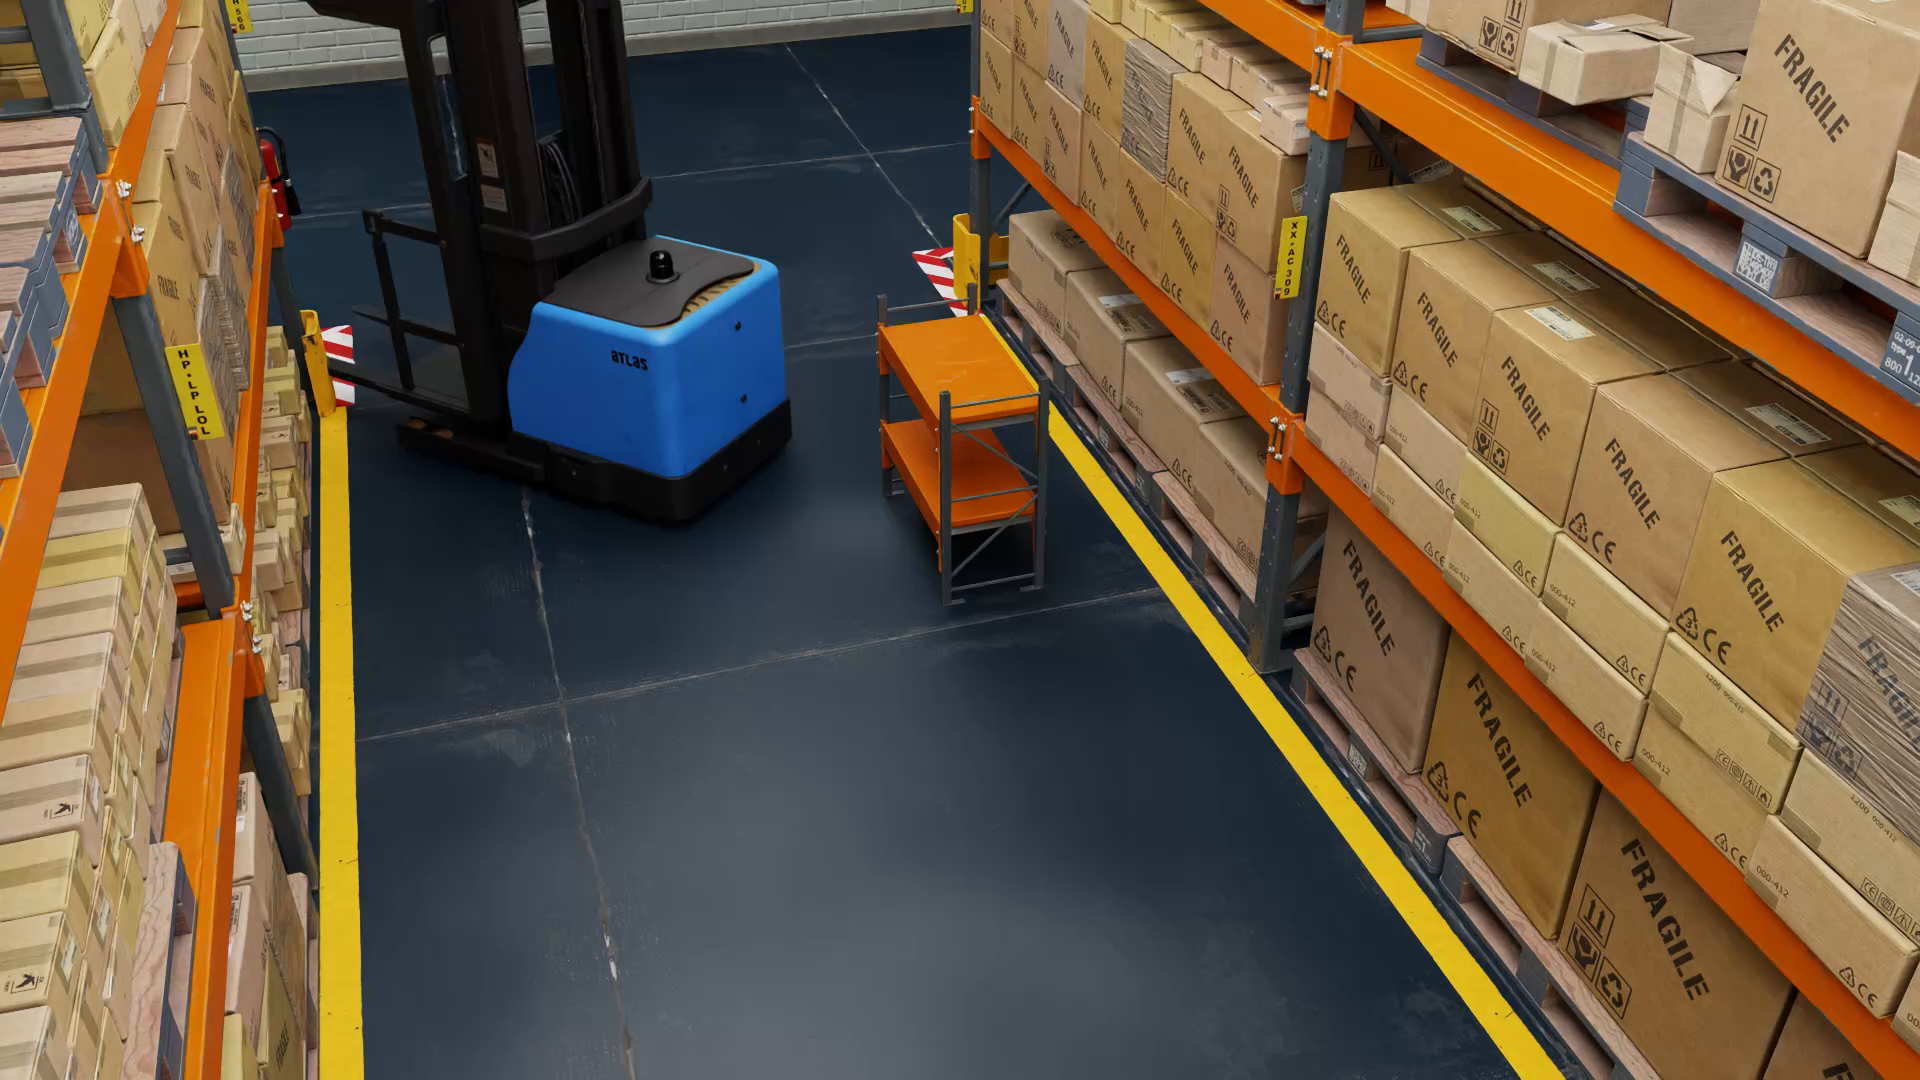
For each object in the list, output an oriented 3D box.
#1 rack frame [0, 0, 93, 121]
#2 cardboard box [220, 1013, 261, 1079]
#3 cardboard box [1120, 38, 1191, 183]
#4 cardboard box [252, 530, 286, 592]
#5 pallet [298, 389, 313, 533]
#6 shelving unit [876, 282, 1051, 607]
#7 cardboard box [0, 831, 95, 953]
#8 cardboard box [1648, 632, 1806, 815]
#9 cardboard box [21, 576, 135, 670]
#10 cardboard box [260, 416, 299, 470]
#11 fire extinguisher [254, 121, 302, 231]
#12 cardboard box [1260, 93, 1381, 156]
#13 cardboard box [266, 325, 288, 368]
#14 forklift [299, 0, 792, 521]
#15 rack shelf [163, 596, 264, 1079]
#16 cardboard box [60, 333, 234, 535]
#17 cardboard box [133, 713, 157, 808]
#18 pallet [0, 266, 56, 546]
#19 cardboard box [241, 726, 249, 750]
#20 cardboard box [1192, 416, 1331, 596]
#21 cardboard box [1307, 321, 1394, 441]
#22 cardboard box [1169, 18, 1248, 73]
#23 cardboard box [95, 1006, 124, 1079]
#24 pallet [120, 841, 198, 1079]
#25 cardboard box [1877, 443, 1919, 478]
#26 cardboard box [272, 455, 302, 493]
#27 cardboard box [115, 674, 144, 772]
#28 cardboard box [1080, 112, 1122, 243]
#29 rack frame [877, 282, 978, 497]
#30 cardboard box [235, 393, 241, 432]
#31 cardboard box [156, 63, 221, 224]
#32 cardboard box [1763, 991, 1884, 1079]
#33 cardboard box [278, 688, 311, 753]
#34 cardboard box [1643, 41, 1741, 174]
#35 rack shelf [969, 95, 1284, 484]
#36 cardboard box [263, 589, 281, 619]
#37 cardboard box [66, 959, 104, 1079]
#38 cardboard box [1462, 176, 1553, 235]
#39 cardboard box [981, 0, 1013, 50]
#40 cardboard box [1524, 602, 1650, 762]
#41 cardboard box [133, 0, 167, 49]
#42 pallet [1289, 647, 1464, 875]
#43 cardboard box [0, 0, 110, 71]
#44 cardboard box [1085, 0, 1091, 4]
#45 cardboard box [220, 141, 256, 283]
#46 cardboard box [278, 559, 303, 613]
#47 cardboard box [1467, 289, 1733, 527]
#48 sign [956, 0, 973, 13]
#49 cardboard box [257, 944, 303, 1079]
[{"bbox_3d":[-2.906,-2.382,3.693,1.000,3.000,0.127,-10,35,-15],"label":"rack frame"},{"bbox_3d":[-2.119,1.571,4.358,0.500,0.250,0.500,-12,35,-17],"label":"cardboard box"},{"bbox_3d":[1.059,-1.959,7.495,0.500,0.500,0.500,-10,35,-14],"label":"cardboard box"},{"bbox_3d":[-3.067,0.111,7.026,0.380,0.149,0.250,-9,35,-14],"label":"cardboard box"},{"bbox_3d":[-3.889,-0.344,8.579,1.003,0.211,1.213,-10,35,-15],"label":"pallet"},{"bbox_3d":[-0.002,-0.473,7.945,0.538,1.125,1.048,-10,35,-15],"label":"shelving unit"},{"bbox_3d":[-2.117,0.805,3.618,0.380,0.149,0.250,-10,35,-15],"label":"cardboard box"},{"bbox_3d":[2.272,0.444,4.540,0.500,0.250,0.500,-11,35,-16],"label":"cardboard box"},{"bbox_3d":[-2.438,0.257,4.448,0.380,0.149,0.250,-11,35,-16],"label":"cardboard box"},{"bbox_3d":[-3.348,-0.444,7.866,0.380,0.149,0.250,-9,34,-13],"label":"cardboard box"},{"bbox_3d":[-3.764,-2.002,8.967,0.296,0.674,0.183,-10,35,-15],"label":"fire extinguisher"},{"bbox_3d":[1.380,-1.603,6.368,0.380,0.149,0.250,-11,35,-16],"label":"cardboard box"},{"bbox_3d":[-3.724,-0.978,8.675,0.380,0.149,0.250,-10,35,-14],"label":"cardboard box"},{"bbox_3d":[-2.449,-1.891,8.454,3.031,2.935,1.130,17,37,23],"label":"forklift"},{"bbox_3d":[-2.296,1.471,3.956,1.077,0.370,4.000,-10,35,-15],"label":"rack shelf"},{"bbox_3d":[-2.817,-0.348,5.695,0.500,0.500,0.500,-11,35,-16],"label":"cardboard box"},{"bbox_3d":[-2.366,0.625,4.431,0.380,0.149,0.250,-12,35,-17],"label":"cardboard box"},{"bbox_3d":[-2.500,-0.166,3.231,1.213,0.211,1.003,-10,35,-15],"label":"pallet"},{"bbox_3d":[-2.814,0.671,6.179,0.380,0.149,0.250,-9,34,-13],"label":"cardboard box"},{"bbox_3d":[1.688,-0.219,7.803,0.875,0.438,0.875,-11,35,-15],"label":"cardboard box"},{"bbox_3d":[1.643,-0.632,6.169,0.500,0.250,0.500,-11,35,-16],"label":"cardboard box"},{"bbox_3d":[1.131,-2.147,7.192,0.380,0.149,0.250,-10,35,-15],"label":"cardboard box"},{"bbox_3d":[-2.037,1.186,3.582,0.380,0.149,0.250,-10,35,-14],"label":"cardboard box"},{"bbox_3d":[-2.329,1.268,3.784,1.003,0.211,1.213,-10,35,-15],"label":"pallet"},{"bbox_3d":[2.776,0.043,4.466,0.500,0.500,0.500,-9,35,-13],"label":"cardboard box"},{"bbox_3d":[-3.363,-0.318,7.946,0.380,0.149,0.250,-10,35,-14],"label":"cardboard box"},{"bbox_3d":[-2.355,0.513,4.329,0.380,0.149,0.250,-11,35,-16],"label":"cardboard box"},{"bbox_3d":[0.917,-1.815,8.186,0.500,0.500,0.500,-9,34,-13],"label":"cardboard box"},{"bbox_3d":[-0.157,-0.740,8.349,0.500,1.125,0.032,-10,35,-15],"label":"rack frame"},{"bbox_3d":[-3.054,-0.520,6.544,0.380,0.149,0.250,-9,35,-14],"label":"cardboard box"},{"bbox_3d":[-3.264,-1.549,6.606,0.500,0.500,0.500,-11,35,-16],"label":"cardboard box"},{"bbox_3d":[2.866,1.670,4.548,0.875,0.875,0.875,-10,35,-15],"label":"cardboard box"},{"bbox_3d":[-2.792,0.750,6.599,0.380,0.149,0.250,-9,35,-13],"label":"cardboard box"},{"bbox_3d":[2.001,-1.117,4.240,0.396,0.266,0.258,-7,34,-11],"label":"cardboard box"},{"bbox_3d":[1.167,-1.515,8.474,1.077,0.370,4.000,-10,35,-15],"label":"rack shelf"},{"bbox_3d":[-3.124,0.236,7.107,0.380,0.149,0.250,-8,34,-13],"label":"cardboard box"},{"bbox_3d":[-2.036,1.063,3.498,0.380,0.149,0.250,-10,35,-15],"label":"cardboard box"},{"bbox_3d":[2.152,-1.031,6.092,0.500,0.500,0.500,-9,34,-13],"label":"cardboard box"},{"bbox_3d":[0.432,-3.024,9.108,0.500,0.500,0.500,-11,35,-16],"label":"cardboard box"},{"bbox_3d":[2.104,0.380,5.090,0.500,0.250,0.500,-11,35,-16],"label":"cardboard box"},{"bbox_3d":[-3.098,-1.894,5.811,0.500,0.250,0.500,-9,34,-13],"label":"cardboard box"},{"bbox_3d":[2.084,0.791,6.862,1.003,0.211,1.213,-10,35,-15],"label":"pallet"},{"bbox_3d":[-2.825,-1.570,4.867,0.500,0.250,0.500,-9,34,-13],"label":"cardboard box"},{"bbox_3d":[0.783,-2.678,7.996,0.380,0.149,0.250,-10,35,-14],"label":"cardboard box"},{"bbox_3d":[-3.428,-1.417,7.313,0.500,0.500,0.500,-10,35,-15],"label":"cardboard box"},{"bbox_3d":[-3.146,0.215,7.409,0.380,0.149,0.250,-11,35,-16],"label":"cardboard box"},{"bbox_3d":[1.970,-0.418,5.164,0.500,0.500,0.500,-11,35,-16],"label":"cardboard box"},{"bbox_3d":[0.027,-3.169,9.468,0.100,0.325,0.005,-10,35,-15],"label":"sign"},{"bbox_3d":[-2.284,1.604,4.988,0.500,0.500,0.500,-11,35,-16],"label":"cardboard box"}]
